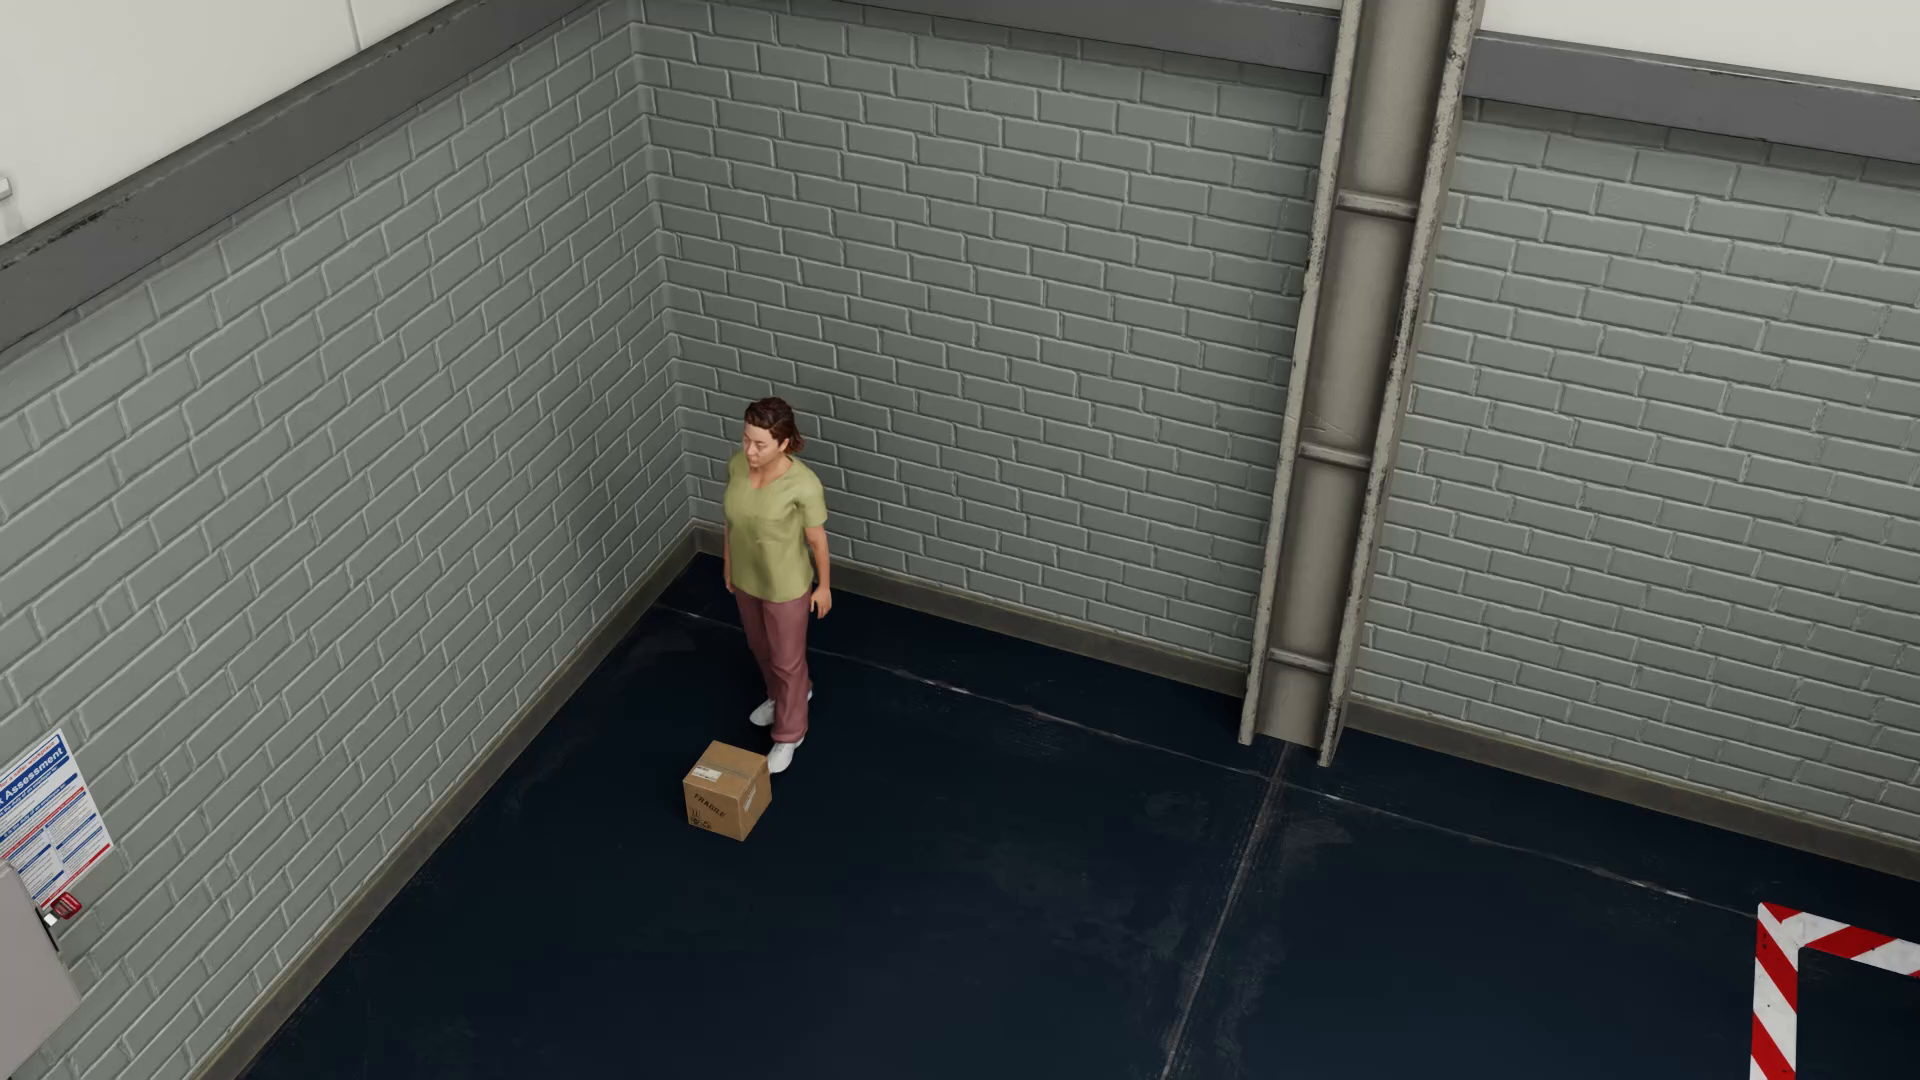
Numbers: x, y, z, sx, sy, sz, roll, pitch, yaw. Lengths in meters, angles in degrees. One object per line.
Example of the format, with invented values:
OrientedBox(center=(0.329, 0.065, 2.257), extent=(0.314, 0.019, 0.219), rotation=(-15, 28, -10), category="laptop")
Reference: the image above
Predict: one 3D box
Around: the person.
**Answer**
OrientedBox(center=(-0.752, 0.165, 6.594), extent=(0.462, 1.673, 0.505), rotation=(21, 42, 25), category="person")
